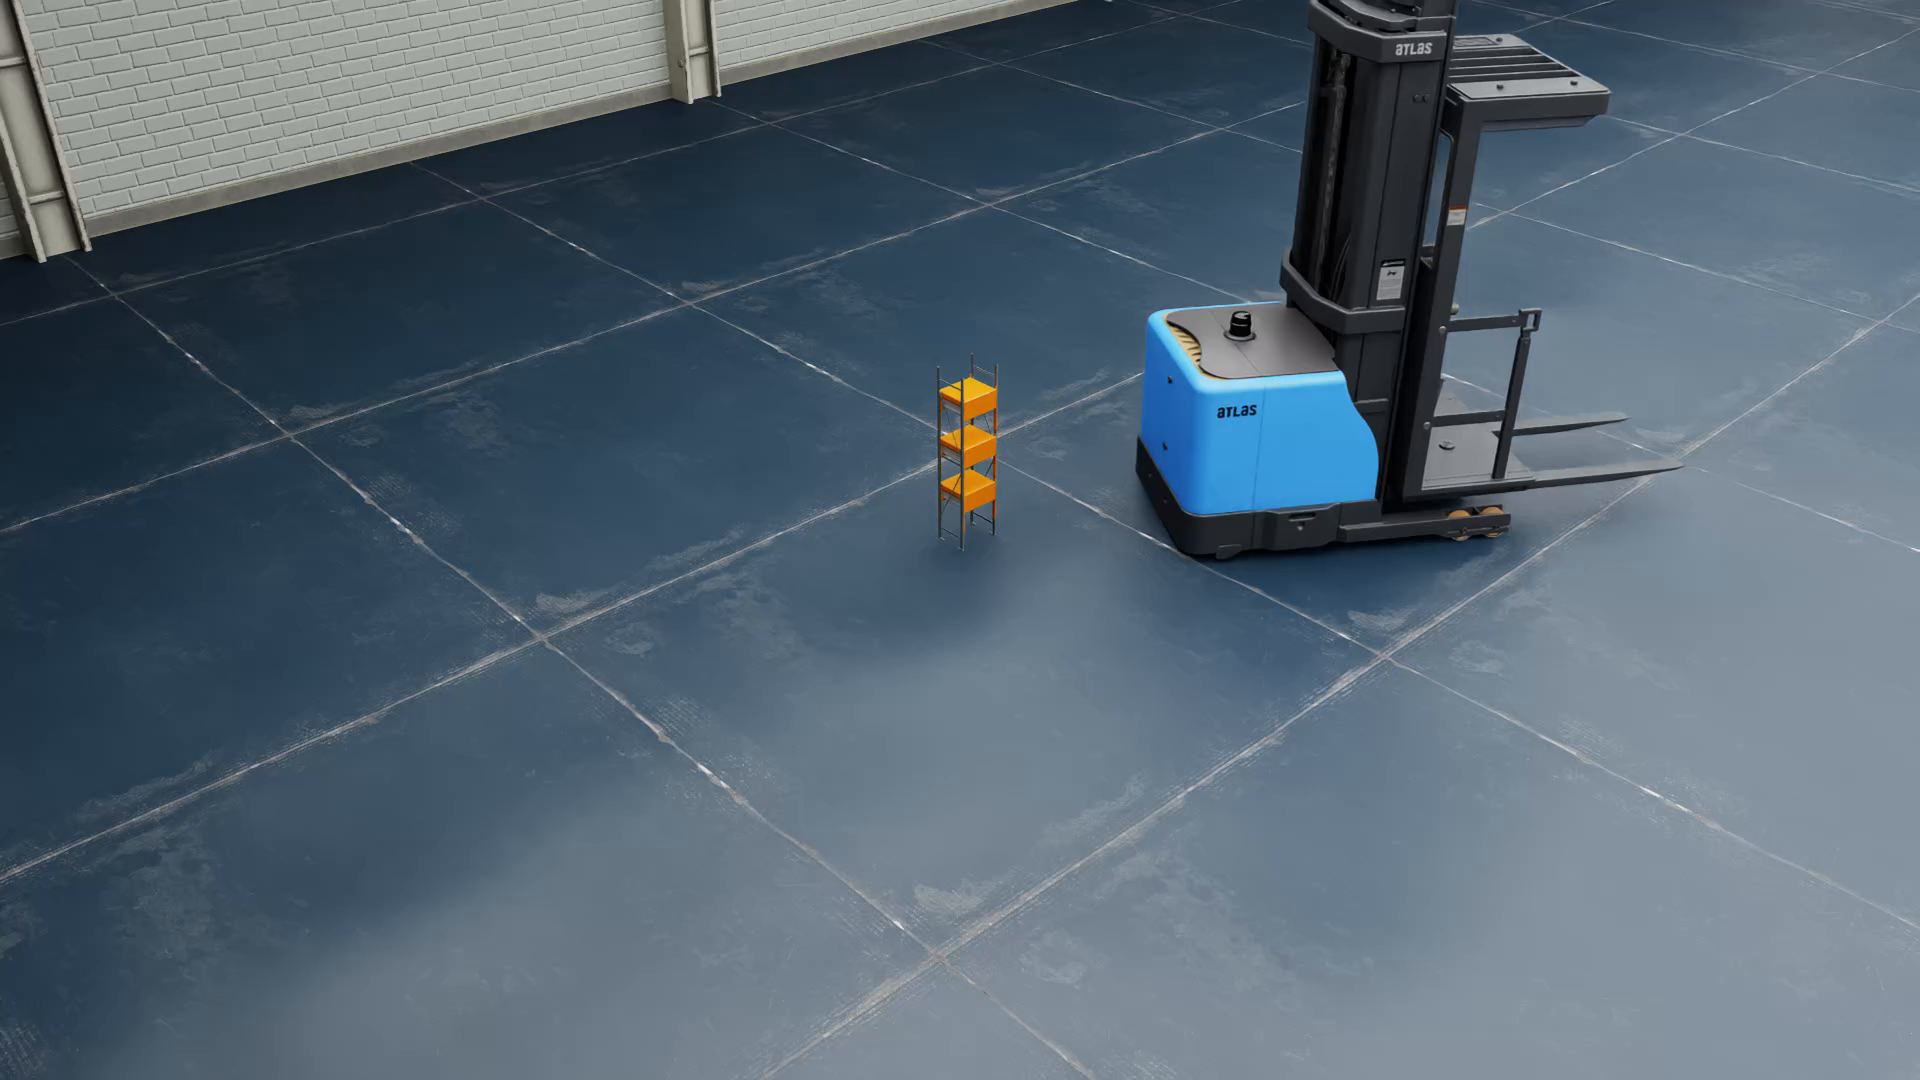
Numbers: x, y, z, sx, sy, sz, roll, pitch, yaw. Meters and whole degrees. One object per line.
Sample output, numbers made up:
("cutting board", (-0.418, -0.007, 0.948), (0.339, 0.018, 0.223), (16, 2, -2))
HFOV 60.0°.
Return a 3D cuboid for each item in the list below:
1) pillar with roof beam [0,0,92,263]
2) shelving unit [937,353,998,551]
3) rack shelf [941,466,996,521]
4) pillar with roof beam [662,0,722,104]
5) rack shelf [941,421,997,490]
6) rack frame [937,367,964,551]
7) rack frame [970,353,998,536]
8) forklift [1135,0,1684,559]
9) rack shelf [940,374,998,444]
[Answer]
("pillar with roof beam", (-4.075, -4.440, 7.885), (0.400, 9.000, 9.100), (-26, 40, -35))
("shelving unit", (0.039, -0.467, 9.007), (0.252, 1.050, 0.215), (-26, 40, -35))
("rack shelf", (0.039, -0.221, 9.158), (0.240, 0.259, 0.215), (-26, 40, -35))
("pillar with roof beam", (0.325, -6.568, 11.366), (0.400, 9.000, 9.100), (-26, 40, -35))
("rack shelf", (0.039, -0.458, 9.013), (0.240, 0.259, 0.215), (-26, 40, -35))
("rack frame", (-0.050, -0.424, 8.936), (0.008, 1.050, 0.200), (-26, 40, -35))
("rack frame", (0.129, -0.510, 9.078), (0.008, 1.050, 0.200), (-26, 40, -35))
("forklift", (2.599, -1.512, 8.914), (3.031, 2.935, 1.130), (-6, 32, -9))
("rack shelf", (0.039, -0.700, 8.865), (0.240, 0.259, 0.215), (-26, 40, -35))
